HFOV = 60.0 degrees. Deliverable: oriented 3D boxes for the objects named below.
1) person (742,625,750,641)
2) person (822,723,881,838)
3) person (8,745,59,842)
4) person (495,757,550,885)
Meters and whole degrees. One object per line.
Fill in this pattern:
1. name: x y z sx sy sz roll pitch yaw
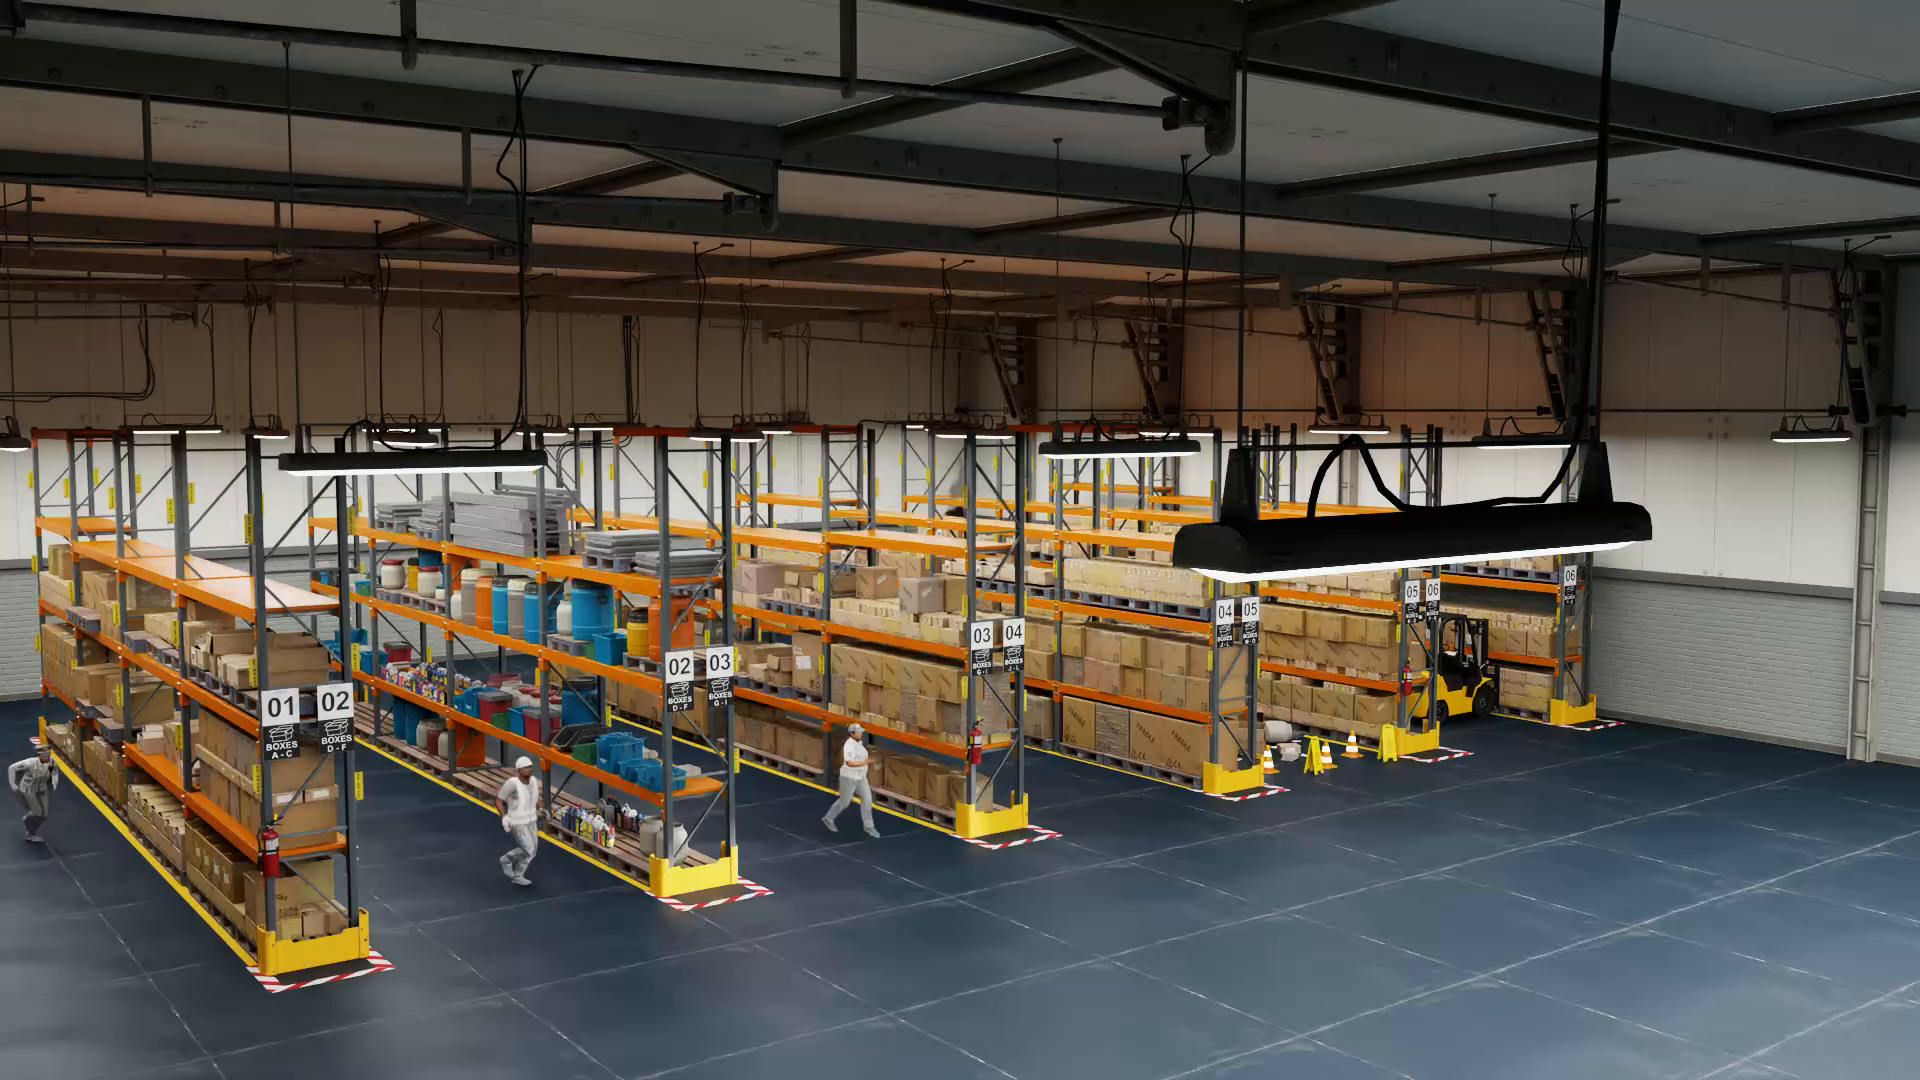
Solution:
1. person: -5.449 2.288 41.714 0.551 1.520 0.549 -1 5 -15
2. person: -1.608 3.546 24.652 0.909 1.687 0.590 2 5 25
3. person: -13.457 3.697 24.192 0.748 1.490 0.640 3 5 34
4. person: -5.792 3.735 22.072 0.635 1.728 0.682 2 5 29
